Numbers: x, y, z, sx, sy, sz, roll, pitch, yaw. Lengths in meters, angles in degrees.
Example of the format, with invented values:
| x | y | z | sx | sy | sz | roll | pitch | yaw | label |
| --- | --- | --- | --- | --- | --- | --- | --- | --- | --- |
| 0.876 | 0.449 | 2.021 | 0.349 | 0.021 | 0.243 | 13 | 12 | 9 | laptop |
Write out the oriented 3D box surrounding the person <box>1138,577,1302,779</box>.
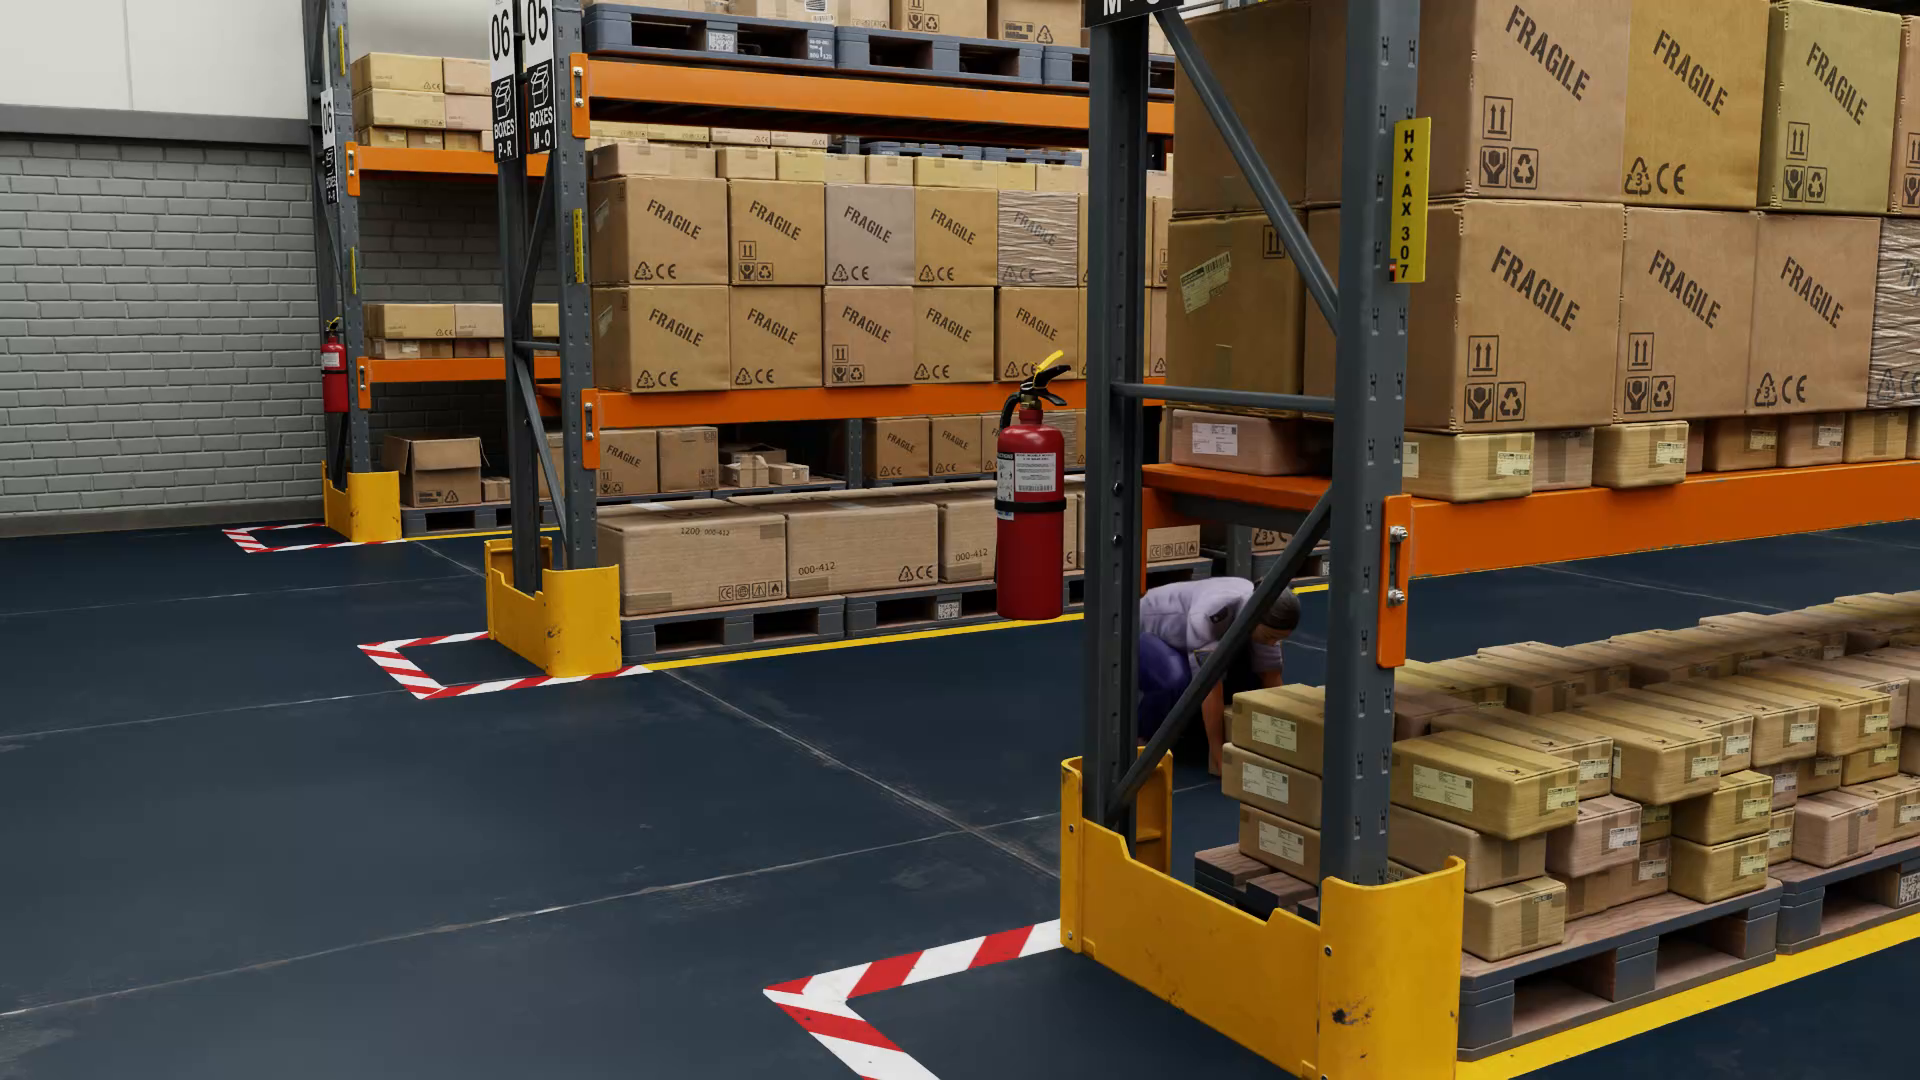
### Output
| x | y | z | sx | sy | sz | roll | pitch | yaw | label |
| --- | --- | --- | --- | --- | --- | --- | --- | --- | --- |
| 0.921 | 0.482 | 6.311 | 0.496 | 0.755 | 0.878 | -5 | 10 | -32 | person |
